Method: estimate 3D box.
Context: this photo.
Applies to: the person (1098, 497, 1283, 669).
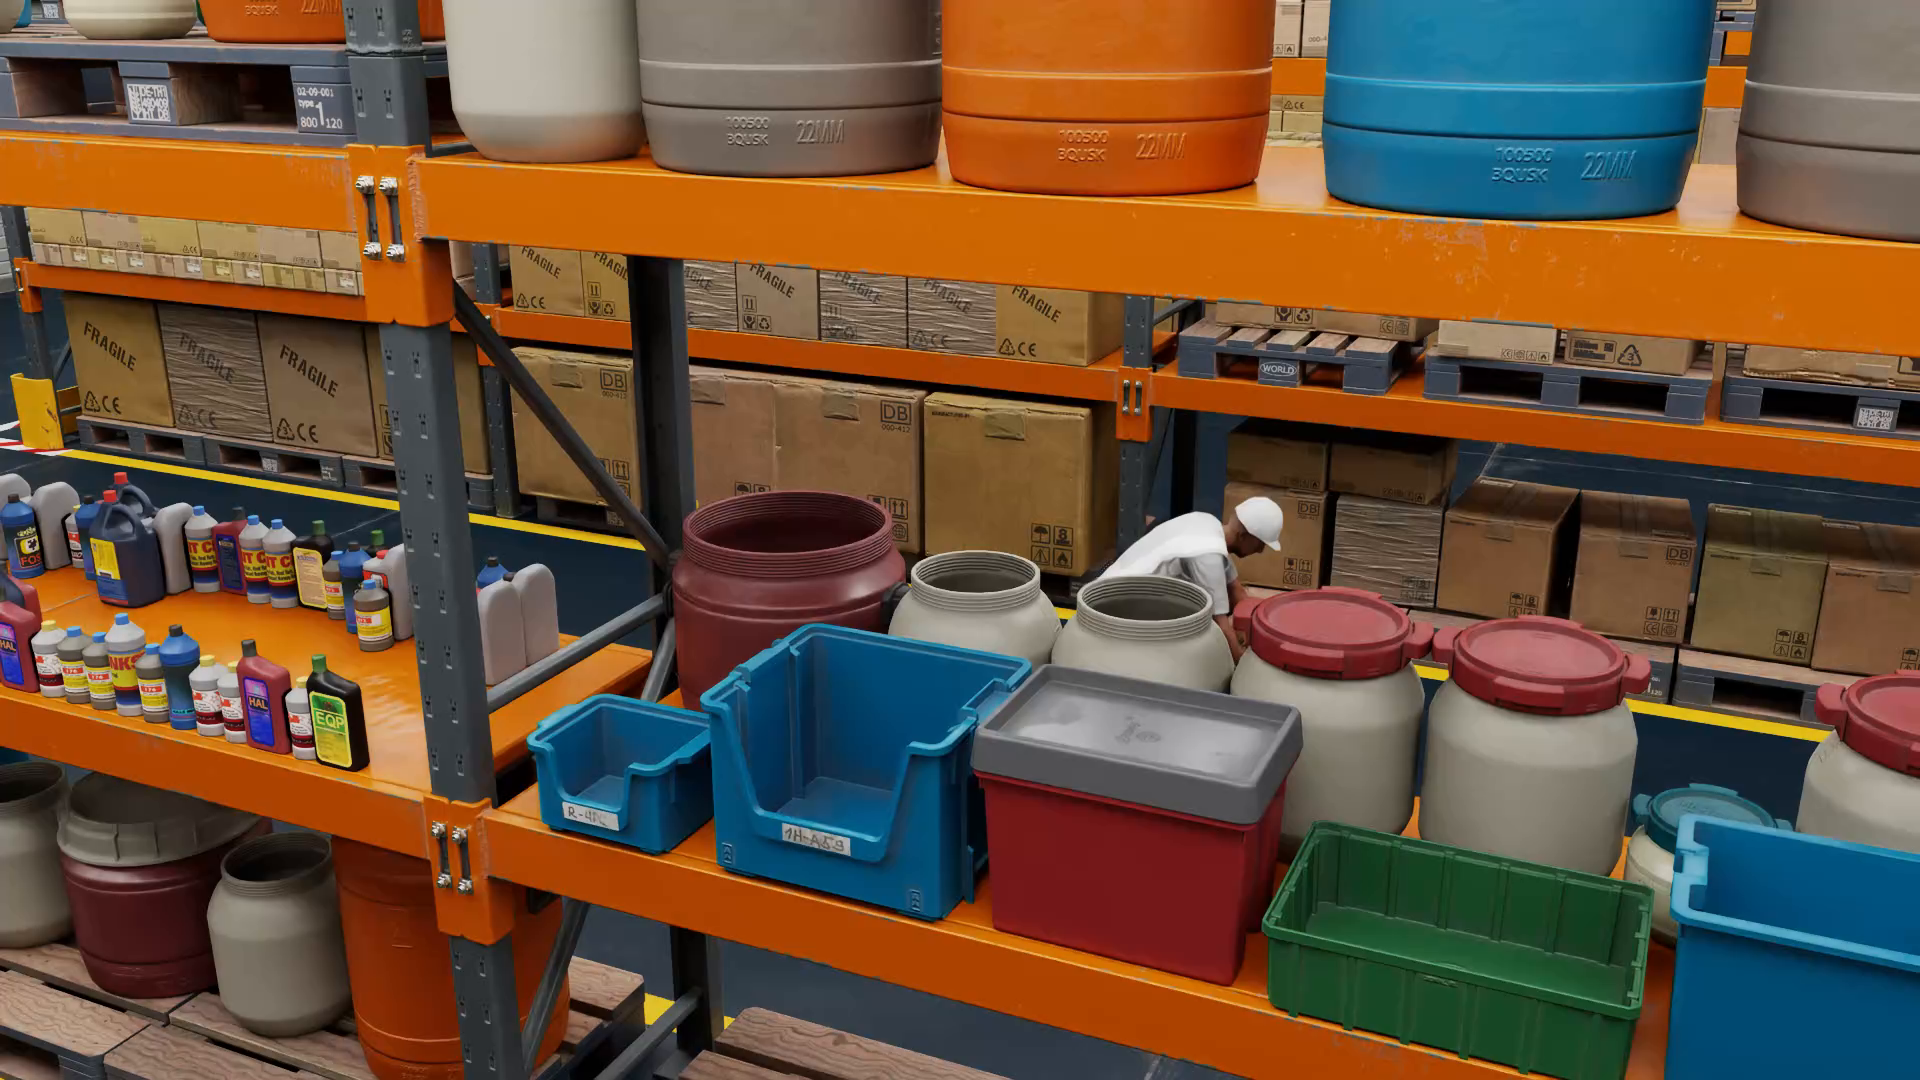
[{"bbox_3d":[1.024,0.276,7.461,0.903,0.992,0.577,4,19,12],"label":"person"}]
